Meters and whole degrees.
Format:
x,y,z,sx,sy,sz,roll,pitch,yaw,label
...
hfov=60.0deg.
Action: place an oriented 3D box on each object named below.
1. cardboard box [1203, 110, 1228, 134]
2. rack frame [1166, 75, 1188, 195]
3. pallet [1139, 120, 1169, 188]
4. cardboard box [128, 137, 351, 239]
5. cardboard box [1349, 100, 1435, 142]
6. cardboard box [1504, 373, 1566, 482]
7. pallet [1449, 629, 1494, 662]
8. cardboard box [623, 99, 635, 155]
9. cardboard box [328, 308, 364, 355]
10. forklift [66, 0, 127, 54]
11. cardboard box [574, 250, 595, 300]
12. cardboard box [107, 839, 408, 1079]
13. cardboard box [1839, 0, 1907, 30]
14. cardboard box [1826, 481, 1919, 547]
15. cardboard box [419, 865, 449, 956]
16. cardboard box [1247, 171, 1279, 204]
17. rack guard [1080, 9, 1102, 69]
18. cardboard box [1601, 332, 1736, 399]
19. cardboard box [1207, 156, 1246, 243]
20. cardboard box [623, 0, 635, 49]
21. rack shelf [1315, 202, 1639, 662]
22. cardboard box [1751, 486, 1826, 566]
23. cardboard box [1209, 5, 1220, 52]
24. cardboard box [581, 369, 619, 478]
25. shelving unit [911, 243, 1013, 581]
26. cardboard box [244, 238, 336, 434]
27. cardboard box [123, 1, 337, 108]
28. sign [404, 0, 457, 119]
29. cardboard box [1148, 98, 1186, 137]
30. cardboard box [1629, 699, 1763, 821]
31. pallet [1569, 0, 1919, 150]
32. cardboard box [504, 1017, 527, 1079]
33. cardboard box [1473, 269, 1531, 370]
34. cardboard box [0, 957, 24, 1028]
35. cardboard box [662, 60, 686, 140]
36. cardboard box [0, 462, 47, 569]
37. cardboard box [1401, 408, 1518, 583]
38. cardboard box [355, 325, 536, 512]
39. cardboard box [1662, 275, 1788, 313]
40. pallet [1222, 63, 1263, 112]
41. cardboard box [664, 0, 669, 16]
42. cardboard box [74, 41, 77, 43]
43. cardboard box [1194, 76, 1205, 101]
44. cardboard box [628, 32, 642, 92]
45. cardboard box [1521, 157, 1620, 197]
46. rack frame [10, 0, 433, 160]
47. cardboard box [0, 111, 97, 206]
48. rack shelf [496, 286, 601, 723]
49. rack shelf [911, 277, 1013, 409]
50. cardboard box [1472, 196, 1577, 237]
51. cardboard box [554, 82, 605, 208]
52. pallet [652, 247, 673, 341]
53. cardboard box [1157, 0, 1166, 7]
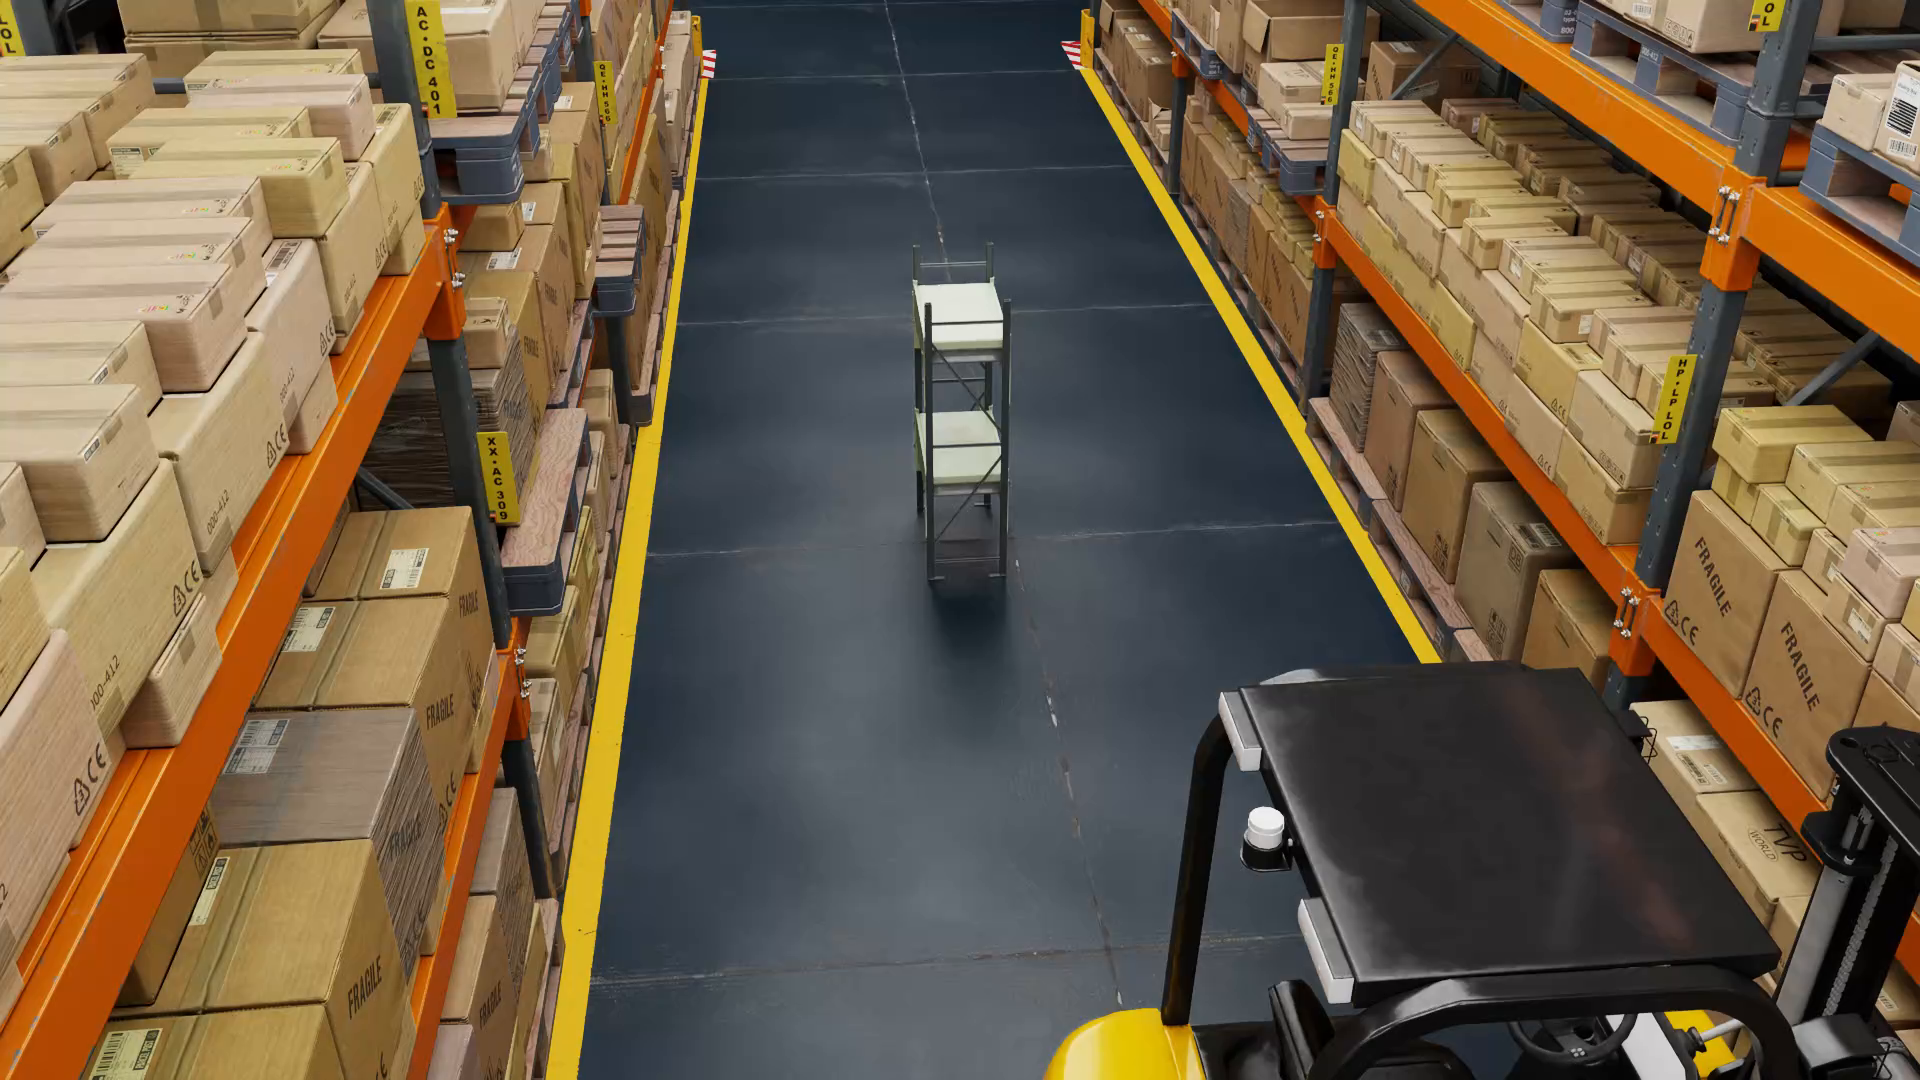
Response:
x,y,z,sx,sy,sz,roll,pitch,yaw,label
2.049,-3.173,12.532,0.380,0.149,0.250,-4,31,-6,cardboard box
2.178,-4.121,12.723,1.000,3.000,0.127,-3,31,-5,rack frame
2.115,-3.274,14.026,1.003,0.211,1.213,-3,31,-5,pallet
-1.579,-0.775,3.664,0.380,0.149,0.250,-2,31,-3,cardboard box
2.288,-2.223,8.816,0.380,0.149,0.250,-2,31,-3,cardboard box
2.565,-0.473,6.763,0.500,0.250,0.500,-3,31,-5,cardboard box
2.818,0.787,7.227,1.003,0.211,1.213,-3,31,-5,pallet
-2.294,-2.566,10.266,0.500,0.250,0.500,-2,31,-3,cardboard box
-1.699,-0.567,4.094,0.380,0.149,0.250,-2,31,-4,cardboard box
-5.033,-1.981,9.208,1.130,2.935,3.031,-2,31,-3,forklift
-1.905,-1.226,7.713,0.380,0.149,0.250,-2,31,-4,cardboard box
-1.567,1.036,3.702,0.500,0.500,0.500,-3,31,-6,cardboard box
3.041,-1.882,5.789,0.380,0.149,0.250,-3,31,-5,cardboard box
2.807,-0.049,4.887,0.380,0.149,0.250,-3,31,-6,cardboard box
-1.585,0.979,4.430,0.380,0.149,0.250,-3,31,-5,cardboard box
2.157,-2.382,11.209,0.380,0.149,0.250,-4,31,-7,cardboard box
1.811,-5.051,16.719,1.175,0.500,0.348,-3,31,-5,rack guard
2.630,-0.652,6.187,0.380,0.149,0.250,-3,31,-5,cardboard box
2.101,-2.444,11.944,0.500,0.500,0.500,-4,31,-6,cardboard box
-2.325,-3.350,10.360,0.500,0.500,0.500,-2,31,-4,cardboard box
2.738,-0.748,7.779,1.077,0.370,4.000,-3,31,-5,rack shelf
2.719,-0.050,5.179,0.380,0.149,0.250,-2,31,-3,cardboard box
1.926,-3.515,11.432,0.396,0.266,0.258,-1,31,-2,cardboard box
-2.347,-0.602,8.986,0.950,0.372,0.625,-5,31,-8,cardboard box
0.001,-0.640,8.360,0.431,1.500,0.755,-3,31,-5,shelving unit
-1.626,-0.416,3.452,0.500,0.250,0.500,-3,31,-5,cardboard box
-2.215,-1.491,5.133,0.500,0.250,0.500,-3,31,-6,cardboard box
-1.477,-1.336,4.632,0.100,0.325,0.005,-3,31,-5,sign
1.800,-3.580,14.075,0.396,0.266,0.258,-2,31,-3,cardboard box
2.658,0.797,5.788,0.500,0.250,0.500,-3,31,-5,cardboard box
2.830,-1.692,5.918,0.805,0.209,1.217,-4,31,-7,pallet
-1.634,1.764,5.143,0.500,0.250,0.500,-4,31,-6,cardboard box
2.528,-0.948,7.071,0.500,0.250,0.500,-2,31,-4,cardboard box
-1.455,0.614,2.116,0.380,0.149,0.250,-2,31,-3,cardboard box
-2.800,-3.744,14.182,0.875,0.438,0.875,-4,31,-6,cardboard box
-1.542,0.020,2.333,0.380,0.149,0.250,-3,31,-5,cardboard box
2.728,-0.243,8.138,0.875,0.625,0.625,-4,31,-7,cardboard box
-1.775,-0.400,5.698,0.500,0.500,0.500,-2,31,-3,cardboard box
3.066,-0.944,6.675,0.380,0.149,0.250,-3,31,-5,cardboard box
2.365,-2.989,11.016,1.003,0.211,1.213,-3,31,-5,pallet
-2.590,-4.433,13.149,0.500,0.500,0.500,-3,31,-4,cardboard box
-8.200,-4.427,15.027,0.380,0.149,0.250,-2,31,-4,cardboard box
2.007,-3.441,12.691,0.380,0.149,0.250,-3,31,-5,cardboard box
-2.307,-3.038,10.570,0.500,0.250,0.500,-2,31,-4,cardboard box
2.922,-1.721,7.976,0.380,0.149,0.250,-3,31,-5,cardboard box
-2.016,-2.372,3.946,1.000,3.000,0.127,-3,31,-5,rack frame
-2.243,-0.876,3.833,0.380,0.149,0.250,-4,31,-6,cardboard box
-2.203,-0.509,7.378,1.077,0.370,4.000,-3,31,-5,rack shelf
0.001,-0.976,8.160,0.431,0.370,0.720,-3,31,-5,rack shelf
2.540,-1.436,7.499,0.380,0.149,0.250,-3,31,-5,cardboard box
-2.071,-1.971,8.327,0.500,0.500,0.500,-4,31,-6,cardboard box
-2.500,-1.669,11.338,1.003,0.211,1.213,-3,31,-5,pallet
1.802,-4.427,13.481,0.380,0.149,0.250,-2,31,-3,cardboard box
